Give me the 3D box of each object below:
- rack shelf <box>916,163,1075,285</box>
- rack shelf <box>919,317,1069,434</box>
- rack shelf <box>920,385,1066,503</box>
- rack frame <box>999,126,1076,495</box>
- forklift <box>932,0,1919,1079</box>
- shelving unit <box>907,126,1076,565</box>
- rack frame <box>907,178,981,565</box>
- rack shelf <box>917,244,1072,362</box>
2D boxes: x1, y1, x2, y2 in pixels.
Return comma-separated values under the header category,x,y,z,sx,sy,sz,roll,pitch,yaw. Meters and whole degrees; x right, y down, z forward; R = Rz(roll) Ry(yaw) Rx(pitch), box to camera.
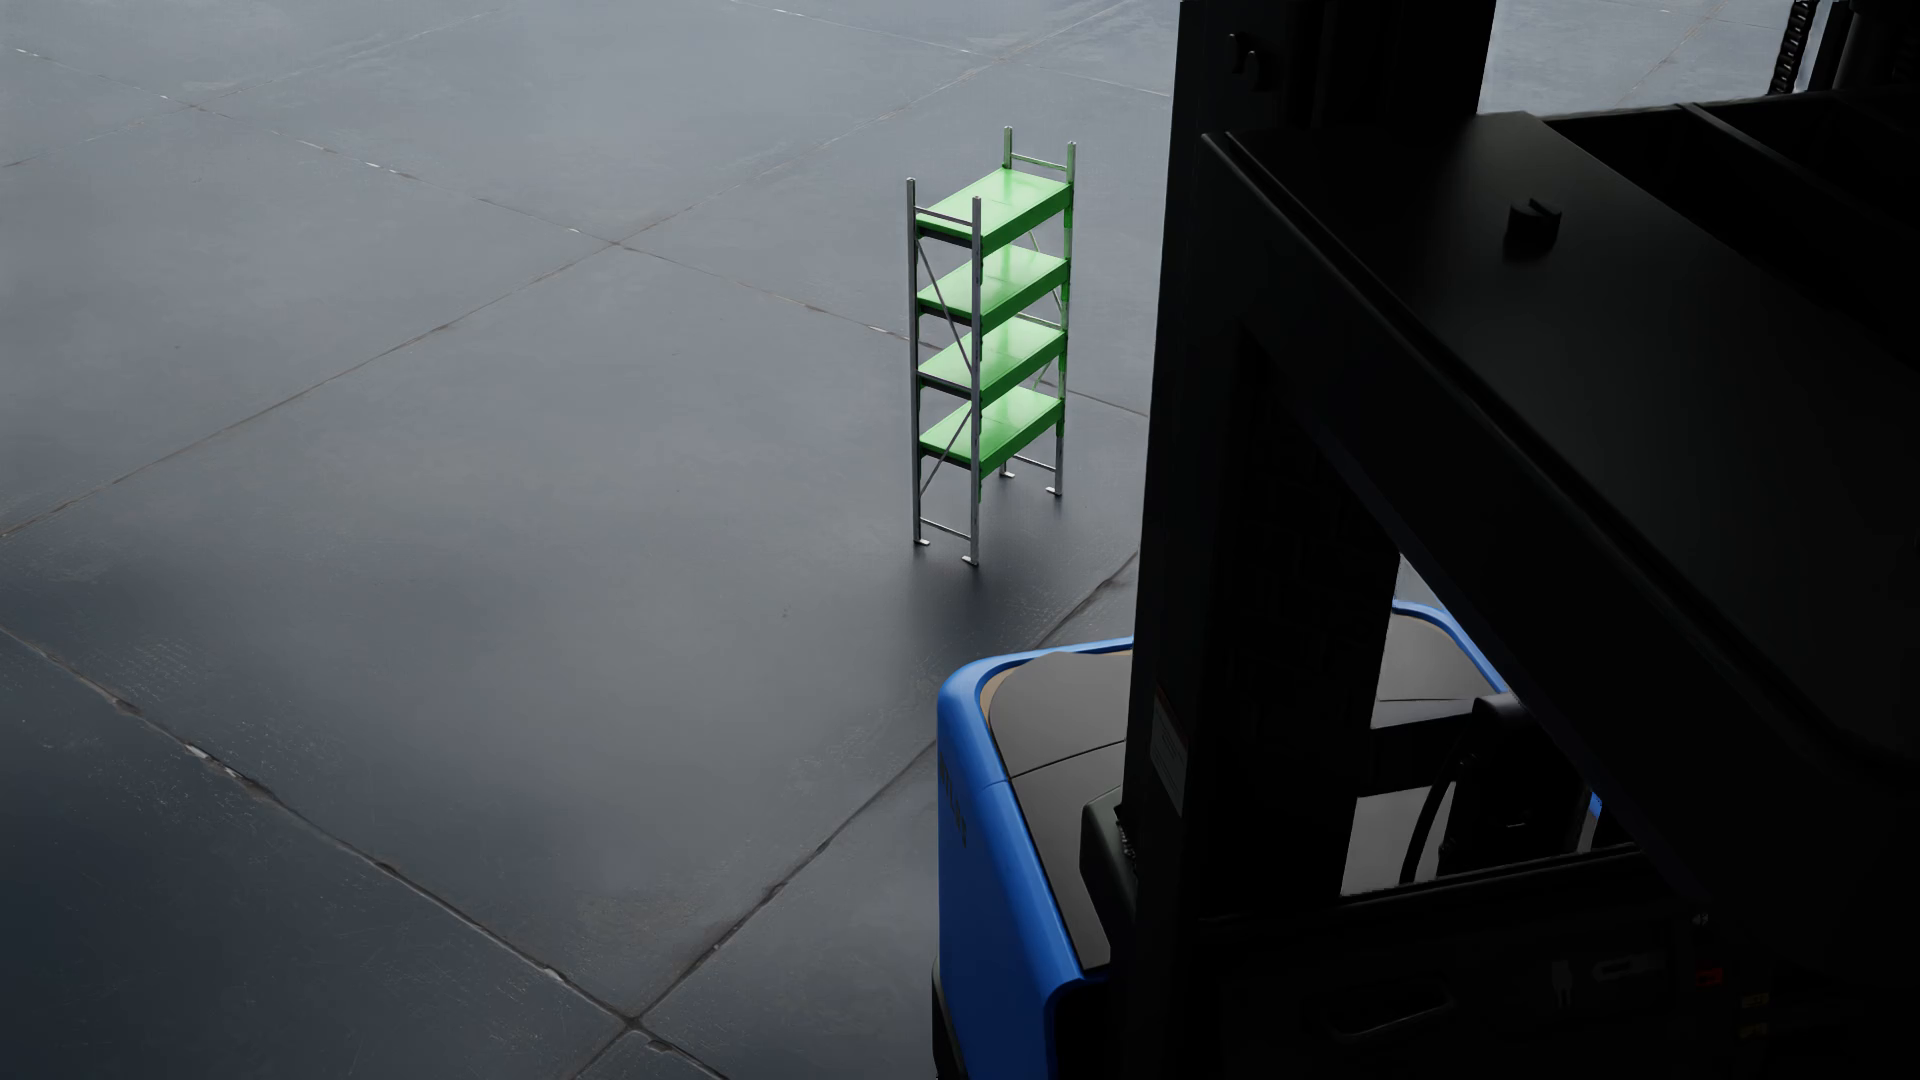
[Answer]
category,x,y,z,sx,sy,sz,roll,pitch,yaw
rack shelf,0.094,-0.918,4.793,0.258,0.148,0.480,21,39,28
rack shelf,0.094,-0.520,5.062,0.258,0.148,0.480,21,39,28
rack shelf,0.094,-0.321,5.197,0.258,0.148,0.480,21,39,28
rack frame,0.233,-0.686,5.193,0.240,1.200,0.015,21,39,28
forklift,0.779,0.638,1.690,1.130,2.935,3.031,-8,35,-11
shelving unit,0.094,-0.573,5.027,0.258,1.200,0.503,21,39,28
rack frame,-0.045,-0.461,4.861,0.240,1.200,0.015,21,39,28
rack shelf,0.094,-0.719,4.928,0.258,0.148,0.480,21,39,28
